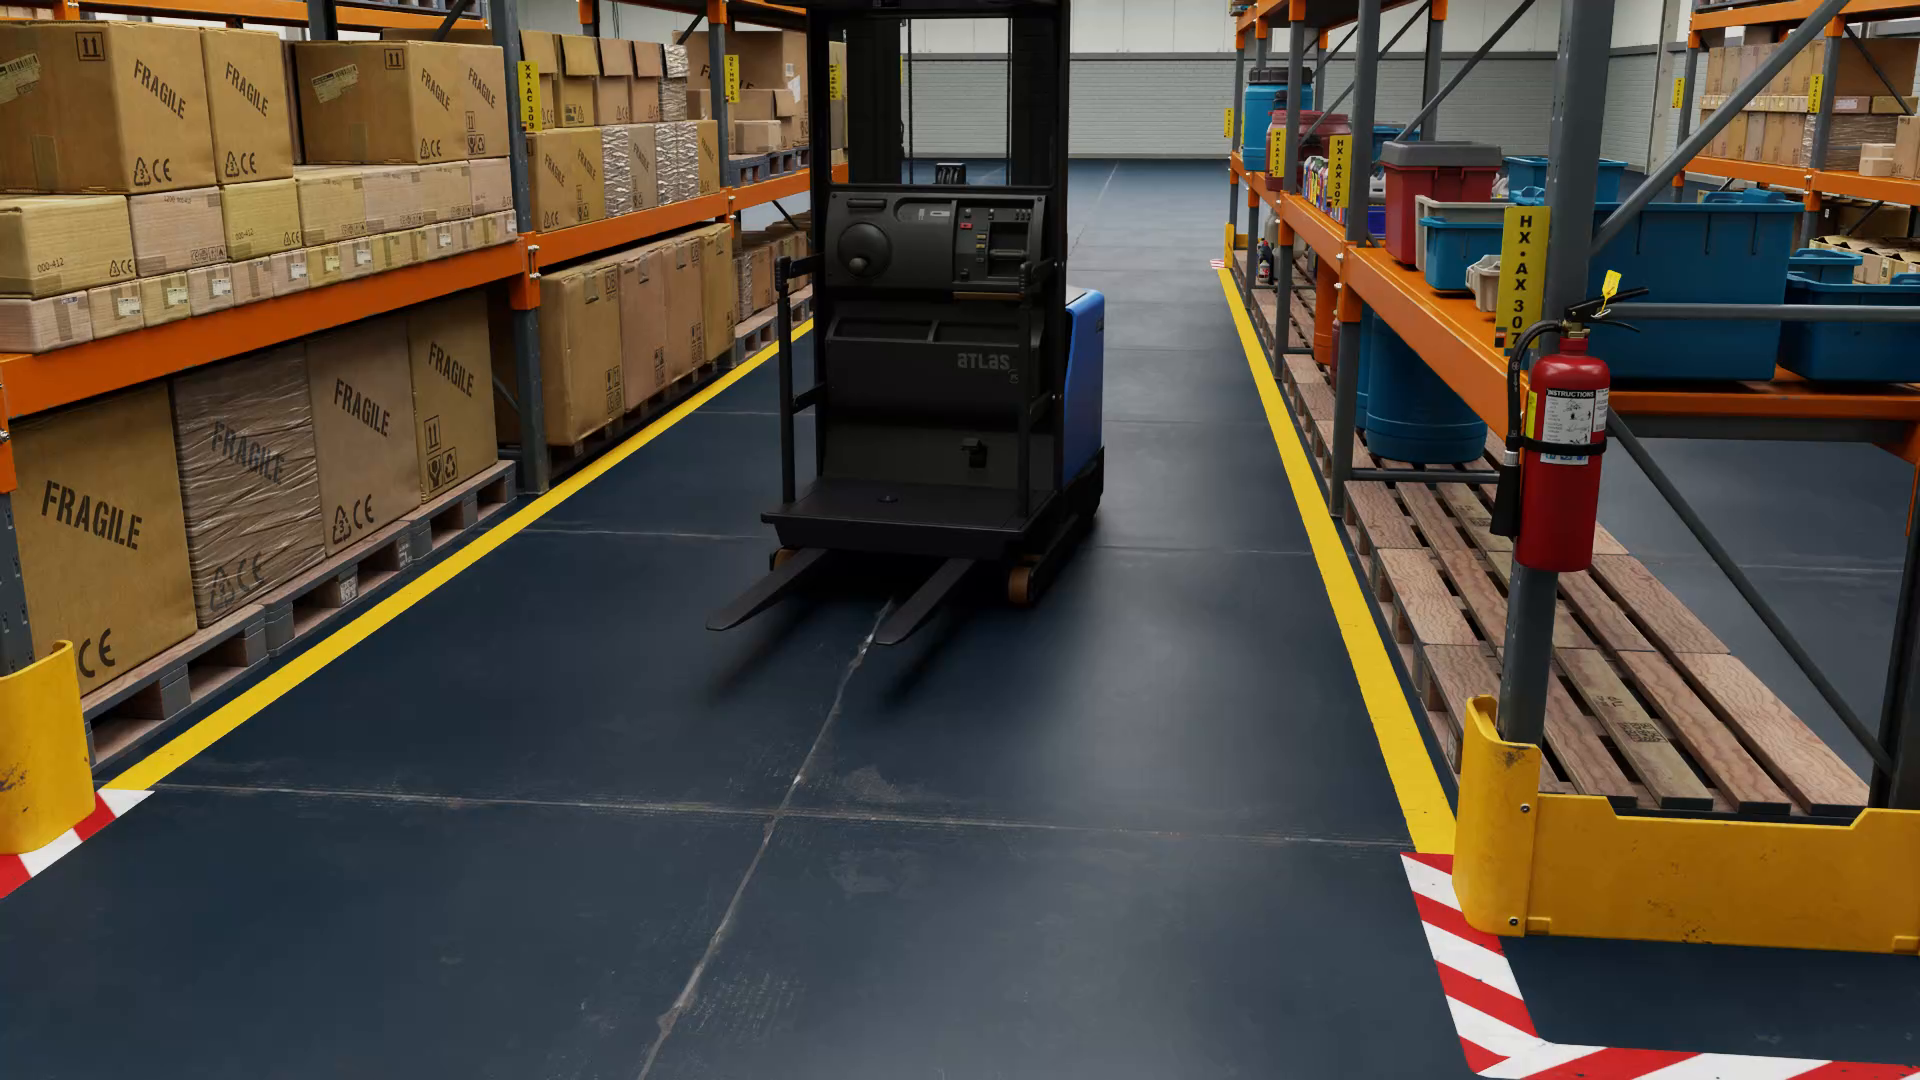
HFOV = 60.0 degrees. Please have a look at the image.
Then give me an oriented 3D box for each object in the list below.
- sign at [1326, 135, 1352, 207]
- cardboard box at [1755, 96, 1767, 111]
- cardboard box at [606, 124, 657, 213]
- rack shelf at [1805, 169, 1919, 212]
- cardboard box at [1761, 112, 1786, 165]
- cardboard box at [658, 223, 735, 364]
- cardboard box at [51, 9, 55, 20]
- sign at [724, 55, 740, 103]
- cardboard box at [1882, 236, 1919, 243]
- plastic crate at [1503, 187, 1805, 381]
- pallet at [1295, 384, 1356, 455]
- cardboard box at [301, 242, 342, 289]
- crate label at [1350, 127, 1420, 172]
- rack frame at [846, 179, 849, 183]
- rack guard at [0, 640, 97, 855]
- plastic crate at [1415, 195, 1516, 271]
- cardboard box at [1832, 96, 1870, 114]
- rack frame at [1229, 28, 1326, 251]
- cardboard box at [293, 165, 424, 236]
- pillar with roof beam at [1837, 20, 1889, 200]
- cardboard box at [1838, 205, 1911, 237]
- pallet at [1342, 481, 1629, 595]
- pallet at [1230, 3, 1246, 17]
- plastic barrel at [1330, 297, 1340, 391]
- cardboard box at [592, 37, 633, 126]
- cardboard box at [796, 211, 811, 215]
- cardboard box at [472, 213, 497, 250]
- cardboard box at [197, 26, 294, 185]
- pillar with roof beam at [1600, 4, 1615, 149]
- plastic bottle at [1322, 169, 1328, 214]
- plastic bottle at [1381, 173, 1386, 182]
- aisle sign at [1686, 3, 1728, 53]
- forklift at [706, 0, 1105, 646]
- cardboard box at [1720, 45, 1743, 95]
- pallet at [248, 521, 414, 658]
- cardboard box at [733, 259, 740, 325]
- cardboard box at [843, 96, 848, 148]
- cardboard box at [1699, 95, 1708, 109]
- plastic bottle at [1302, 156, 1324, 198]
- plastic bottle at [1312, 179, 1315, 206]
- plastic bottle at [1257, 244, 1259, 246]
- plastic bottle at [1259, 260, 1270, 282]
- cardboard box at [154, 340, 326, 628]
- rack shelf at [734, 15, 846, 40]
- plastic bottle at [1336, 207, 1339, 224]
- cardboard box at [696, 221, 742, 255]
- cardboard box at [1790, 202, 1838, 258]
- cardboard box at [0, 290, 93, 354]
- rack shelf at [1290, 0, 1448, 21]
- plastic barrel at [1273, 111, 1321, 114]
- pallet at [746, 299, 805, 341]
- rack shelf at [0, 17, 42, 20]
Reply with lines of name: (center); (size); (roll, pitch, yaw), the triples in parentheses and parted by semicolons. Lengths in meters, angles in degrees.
sign: (1.751, -1.702, 7.679); (0.100, 0.325, 0.005); (2, 15, 6)
cardboard box: (8.111, -4.316, 16.443); (0.380, 0.149, 0.250); (2, 15, 8)
cardboard box: (-2.158, -2.252, 10.053); (0.500, 0.500, 0.500); (2, 15, 7)
rack shelf: (7.896, -2.614, 12.960); (1.077, 0.370, 4.000); (2, 15, 6)
cardboard box: (8.279, -3.910, 16.185); (0.700, 0.500, 0.500); (2, 15, 7)
cardboard box: (-2.271, -1.734, 11.593); (1.225, 0.875, 0.875); (1, 15, 4)
cardboard box: (-10.874, -6.262, 19.809); (0.380, 0.149, 0.250); (2, 15, 7)
sign: (-1.621, -3.278, 11.822); (0.100, 0.325, 0.005); (2, 15, 6)
cardboard box: (8.361, -2.512, 14.595); (0.500, 0.311, 0.500); (2, 15, 6)
plastic crate: (1.698, -0.653, 4.146); (0.616, 0.435, 0.499); (2, 15, 6)
pallet: (2.561, -0.722, 9.927); (1.003, 0.211, 1.213); (2, 15, 6)
cardboard box: (-2.535, -1.020, 6.170); (0.380, 0.149, 0.250); (1, 15, 5)
crate label: (3.130, -2.856, 12.409); (0.502, 0.435, 0.616); (2, 15, 6)
rack frame: (-1.270, -4.810, 19.703); (1.000, 3.000, 0.127); (2, 15, 6)
rack guard: (-3.078, 0.553, 4.660); (1.175, 0.500, 0.348); (2, 15, 6)
plastic crate: (1.942, -1.133, 6.217); (0.437, 0.282, 0.530); (2, 15, 6)
cardboard box: (7.939, -3.918, 14.970); (0.380, 0.149, 0.250); (2, 15, 6)
rack frame: (3.651, -4.664, 19.164); (1.000, 3.000, 0.127); (2, 15, 6)
cardboard box: (-2.526, -1.380, 6.736); (0.500, 0.250, 0.500); (2, 15, 7)
pillar with roof beam: (11.352, -10.300, 28.515); (9.100, 9.000, 0.400); (2, 15, 6)
cardboard box: (8.485, -2.828, 15.401); (0.500, 0.500, 0.500); (2, 15, 6)
pallet: (2.253, -0.014, 7.308); (1.003, 0.211, 1.213); (2, 15, 6)
pallet: (3.461, -5.809, 18.014); (1.003, 0.211, 1.213); (2, 15, 6)
plastic barrel: (2.583, -1.207, 10.196); (0.600, 0.588, 0.708); (2, 15, 6)
cardboard box: (-2.417, -2.735, 9.918); (0.797, 0.503, 0.637); (2, 15, 8)
cardboard box: (-1.480, -3.327, 18.202); (0.500, 0.500, 0.500); (3, 15, 11)
cardboard box: (-2.362, -1.421, 7.651); (0.380, 0.149, 0.250); (2, 15, 7)
cardboard box: (-2.644, -1.474, 5.648); (0.500, 0.500, 0.500); (1, 15, 5)
pillar with roof beam: (13.383, -14.969, 45.780); (9.100, 9.000, 0.400); (2, 15, 6)
plastic bottle: (2.222, -2.067, 9.797); (0.152, 0.276, 0.135); (2, 15, 6)
plastic bottle: (2.219, -1.772, 8.562); (0.144, 0.351, 0.185); (2, 15, 6)
aisle sign: (8.276, -5.798, 18.378); (0.394, 0.787, 0.004); (2, 15, 6)
forklift: (-0.160, -1.258, 6.698); (1.130, 2.935, 3.031); (4, 16, 14)
cardboard box: (8.447, -4.921, 17.436); (0.700, 0.500, 0.500); (1, 15, 5)
pallet: (-2.923, 0.161, 6.663); (1.003, 0.211, 1.213); (2, 15, 6)
cardboard box: (-2.117, -1.915, 12.944); (0.700, 0.500, 0.500); (1, 15, 3)
cardboard box: (-1.518, -4.208, 16.715); (0.875, 0.500, 0.500); (2, 15, 6)
cardboard box: (8.315, -4.783, 18.170); (0.380, 0.149, 0.250); (2, 15, 6)
plastic bottle: (2.379, -2.426, 11.127); (0.152, 0.276, 0.135); (2, 15, 6)
plastic bottle: (2.271, -2.207, 10.457); (0.097, 0.201, 0.097); (0, 15, 0)
plastic bottle: (3.067, -2.875, 16.924); (0.152, 0.276, 0.135); (2, 15, 7)
plastic bottle: (2.931, -2.591, 16.017); (0.097, 0.201, 0.097); (0, 15, 0)
cardboard box: (-2.980, -0.242, 6.075); (0.875, 0.875, 0.875); (2, 15, 6)
rack shelf: (-1.496, -5.392, 17.487); (1.077, 0.370, 4.000); (2, 15, 6)
plastic bottle: (2.134, -1.864, 9.046); (0.152, 0.276, 0.135); (2, 15, 6)
cardboard box: (-2.077, -2.415, 13.357); (0.500, 0.250, 0.500); (3, 16, 13)
cardboard box: (8.025, -2.973, 15.937); (0.500, 0.500, 0.500); (2, 15, 6)
cardboard box: (-2.707, -0.621, 4.694); (0.380, 0.149, 0.250); (2, 15, 7)
rack shelf: (2.523, -3.171, 9.275); (1.077, 0.370, 4.000); (2, 15, 6)
plastic barrel: (2.791, -3.260, 13.712); (0.433, 0.535, 0.433); (0, 15, 0)
pallet: (-1.943, -1.907, 14.310); (1.003, 0.211, 1.213); (2, 15, 6)
rack shelf: (-11.342, -5.684, 18.567); (1.077, 0.370, 4.000); (2, 15, 6)
